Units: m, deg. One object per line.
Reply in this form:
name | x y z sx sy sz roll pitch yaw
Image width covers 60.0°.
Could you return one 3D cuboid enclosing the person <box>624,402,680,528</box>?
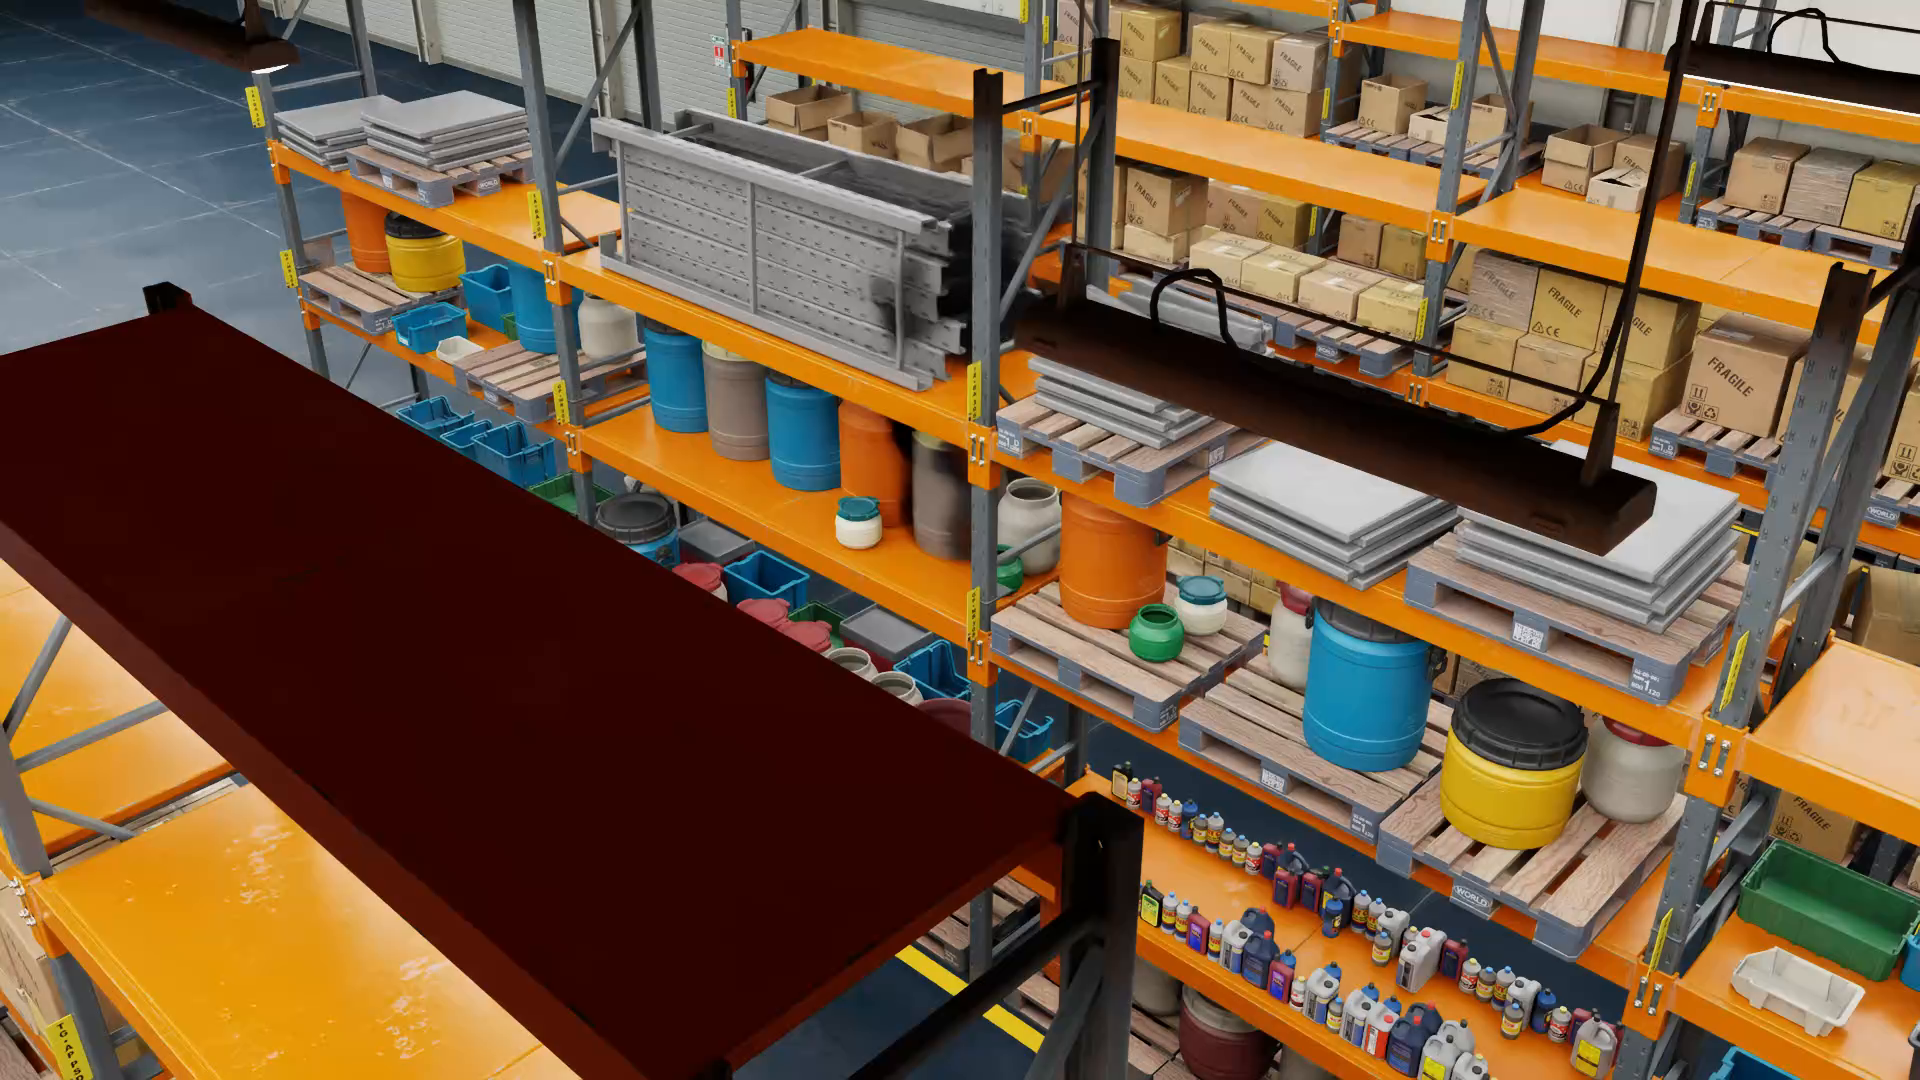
person | -2.847 -0.687 15.667 0.864 1.843 0.684 21 36 32
